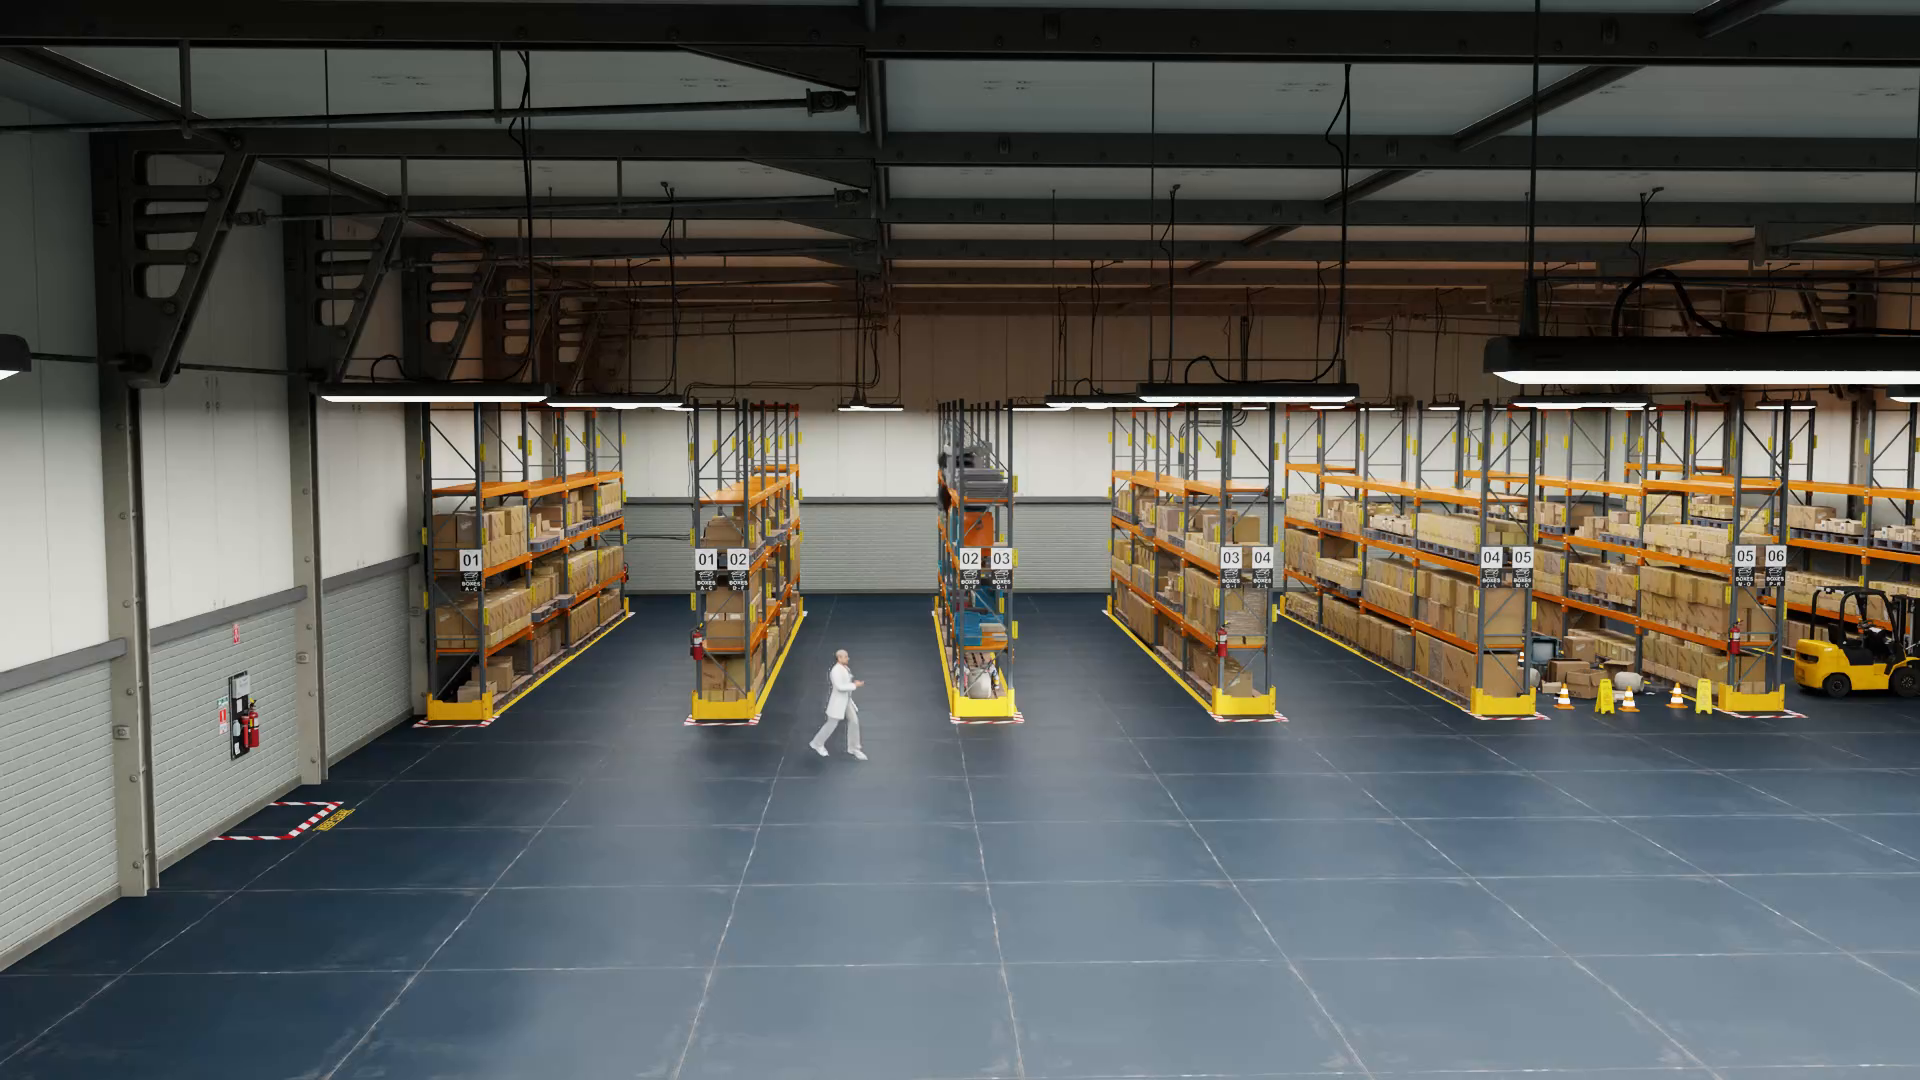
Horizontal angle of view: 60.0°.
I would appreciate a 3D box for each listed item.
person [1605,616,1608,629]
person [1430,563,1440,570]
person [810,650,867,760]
[{"bbox_3d":[16.647,1.610,43.326,0.559,1.691,0.860,-1,4,-11],"label":"person"},{"bbox_3d":[14.080,1.165,49.483,0.614,1.615,0.604,0,4,6],"label":"person"},{"bbox_3d":[-2.018,2.722,27.553,0.977,1.822,0.680,1,5,18],"label":"person"}]
